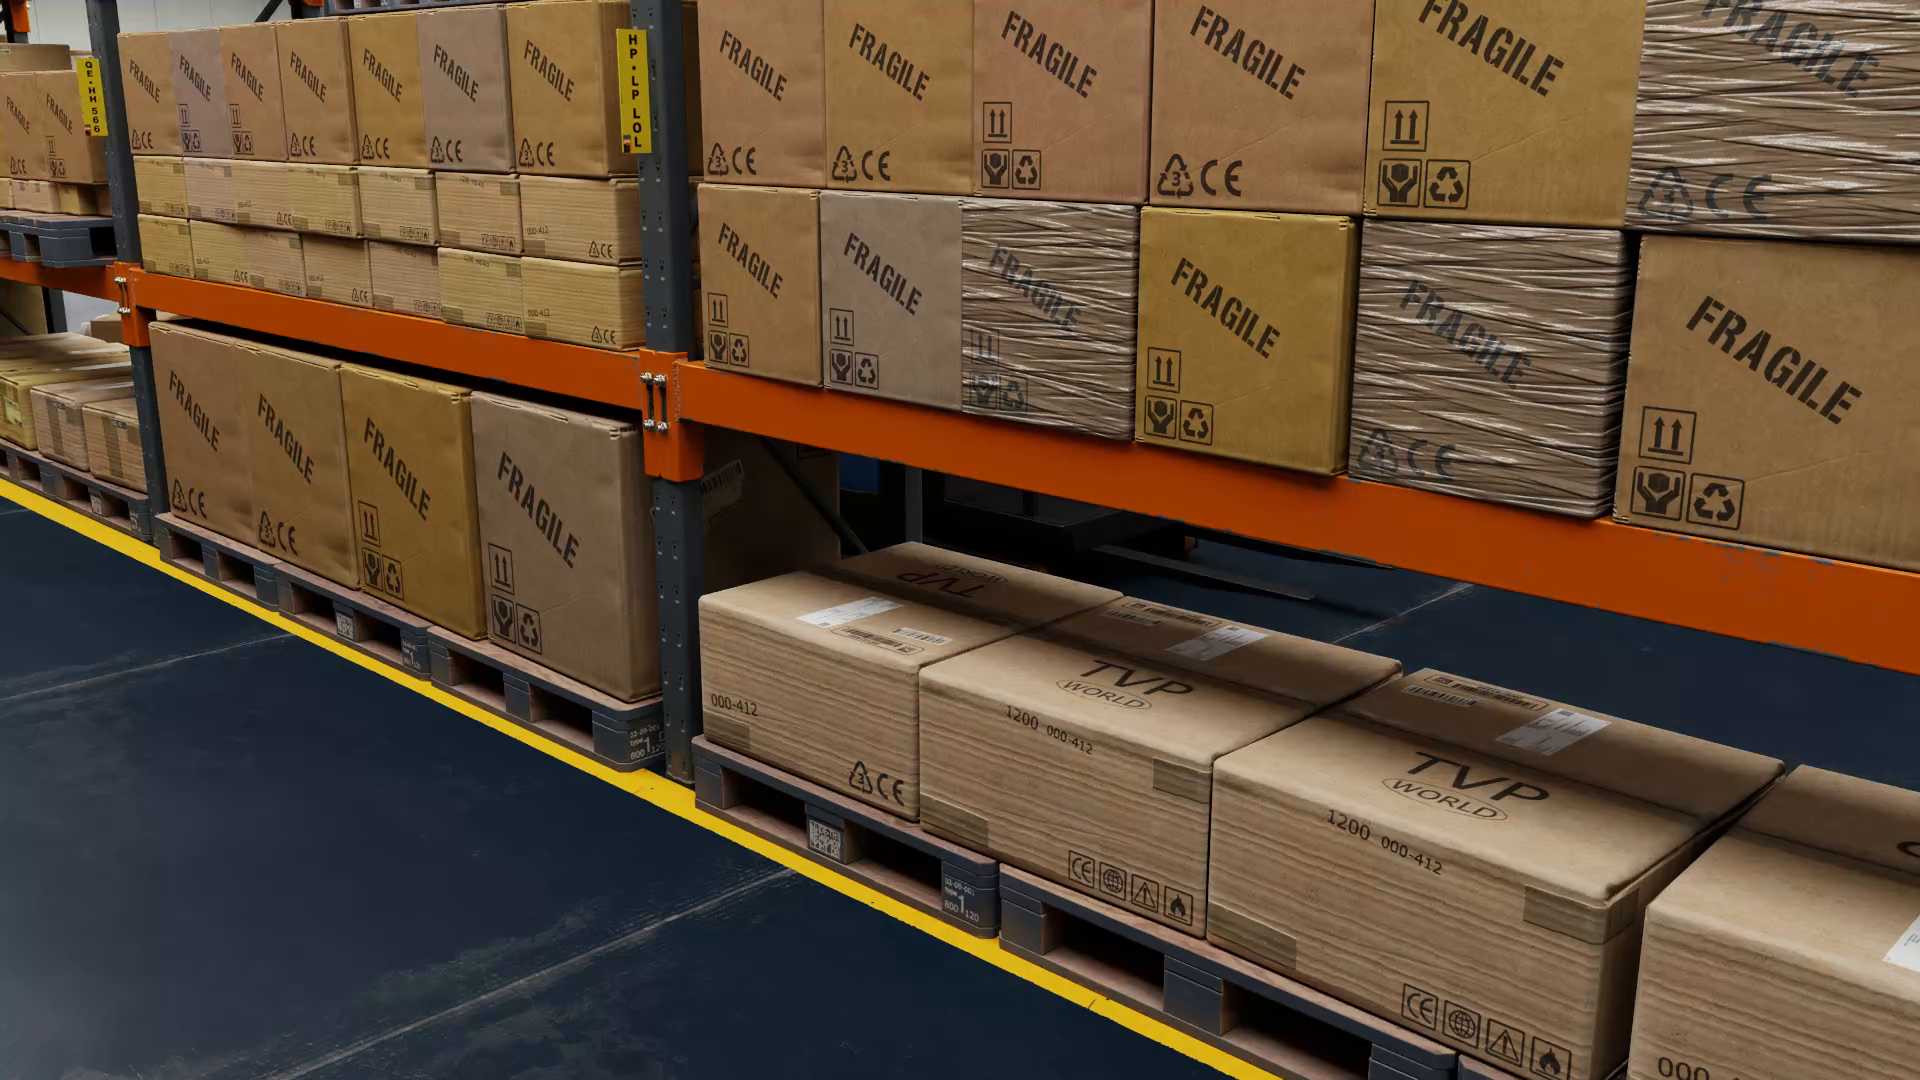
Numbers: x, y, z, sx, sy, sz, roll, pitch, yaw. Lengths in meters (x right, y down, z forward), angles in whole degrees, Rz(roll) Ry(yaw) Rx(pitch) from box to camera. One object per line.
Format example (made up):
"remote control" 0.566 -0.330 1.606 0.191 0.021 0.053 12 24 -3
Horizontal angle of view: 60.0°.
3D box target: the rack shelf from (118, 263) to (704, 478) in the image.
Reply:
"rack shelf" -1.955 -0.801 6.485 4.000 0.370 1.077 14 20 42

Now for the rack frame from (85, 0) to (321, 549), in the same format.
"rack frame" -3.394 -1.499 7.738 0.127 3.000 1.000 14 20 42

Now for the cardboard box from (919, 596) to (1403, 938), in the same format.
"cardboard box" 0.508 0.523 4.224 0.875 0.438 0.875 13 19 41

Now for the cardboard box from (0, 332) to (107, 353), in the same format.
"cardboard box" -5.894 -1.040 10.352 0.625 0.372 0.950 14 20 43

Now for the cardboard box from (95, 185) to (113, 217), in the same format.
"cardboard box" -3.794 -1.596 7.773 0.380 0.149 0.250 -14 20 -42

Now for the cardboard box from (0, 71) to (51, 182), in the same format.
"cardboard box" -4.294 -2.013 8.086 0.500 0.500 0.500 13 20 41

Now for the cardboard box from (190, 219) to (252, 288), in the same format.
"cardboard box" -2.835 -1.209 6.920 0.500 0.250 0.500 13 19 41

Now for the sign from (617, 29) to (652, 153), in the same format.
"sign" -0.884 -1.221 4.531 0.005 0.325 0.100 14 20 42

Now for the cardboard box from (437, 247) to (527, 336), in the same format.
"cardboard box" -1.378 -0.849 5.539 0.500 0.250 0.500 13 20 41

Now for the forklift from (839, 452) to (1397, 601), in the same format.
"forklift" 0.449 -1.307 7.135 3.031 2.935 1.130 14 20 43

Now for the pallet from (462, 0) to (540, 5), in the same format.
"pallet" -3.492 -4.669 14.130 1.213 0.211 1.003 14 20 42

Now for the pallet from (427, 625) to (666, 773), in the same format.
"pallet" -1.123 0.429 5.868 1.213 0.211 1.003 14 20 42

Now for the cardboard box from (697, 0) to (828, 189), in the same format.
"cardboard box" -0.340 -1.204 4.424 0.500 0.500 0.500 14 20 43

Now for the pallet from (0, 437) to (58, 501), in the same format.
"pallet" -4.830 -0.501 9.435 1.213 0.211 1.003 14 20 42

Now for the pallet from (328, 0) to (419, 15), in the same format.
"pallet" -5.249 -5.096 15.769 1.213 0.211 1.003 14 20 42

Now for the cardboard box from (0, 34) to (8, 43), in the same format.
"cardboard box" -6.440 -2.992 10.695 0.500 0.500 0.700 13 20 42

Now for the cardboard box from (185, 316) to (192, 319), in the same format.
"cardboard box" -6.132 -1.844 14.010 0.637 0.503 0.797 1 15 4

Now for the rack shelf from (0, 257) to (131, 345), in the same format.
"rack shelf" -4.834 -1.501 9.172 4.000 0.370 1.077 14 20 42

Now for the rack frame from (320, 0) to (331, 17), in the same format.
"rack frame" -5.790 -3.816 16.627 0.127 3.000 1.000 14 20 42

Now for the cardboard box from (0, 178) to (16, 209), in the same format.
"cardboard box" -4.633 -1.757 8.390 0.250 0.149 0.380 14 20 43

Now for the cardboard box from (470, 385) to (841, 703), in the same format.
"cardboard box" -1.017 -0.068 5.627 0.875 0.875 0.875 -14 20 -42

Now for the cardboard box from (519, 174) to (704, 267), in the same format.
"cardboard box" -1.001 -1.002 5.134 0.500 0.250 0.500 14 20 42

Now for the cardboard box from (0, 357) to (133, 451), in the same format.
"cardboard box" -4.873 -0.793 9.406 0.950 0.372 0.625 -14 20 -42

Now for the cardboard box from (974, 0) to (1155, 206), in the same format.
"cardboard box" 0.380 -1.023 3.728 0.500 0.500 0.500 -14 20 -43

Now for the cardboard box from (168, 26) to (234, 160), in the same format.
"cardboard box" -2.845 -1.816 6.771 0.500 0.500 0.500 14 20 42

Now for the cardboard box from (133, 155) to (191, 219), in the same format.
"cardboard box" -3.201 -1.535 7.181 0.500 0.250 0.500 13 20 42

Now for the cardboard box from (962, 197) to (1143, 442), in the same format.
"cardboard box" 0.354 -0.541 3.861 0.500 0.500 0.500 14 20 43

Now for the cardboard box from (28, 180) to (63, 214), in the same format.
"cardboard box" -4.249 -1.666 8.040 0.250 0.149 0.380 13 20 42

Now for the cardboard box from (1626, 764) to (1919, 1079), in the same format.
"cardboard box" 1.820 0.840 3.008 0.875 0.438 0.875 13 19 40

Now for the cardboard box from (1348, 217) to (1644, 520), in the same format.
"cardboard box" 1.106 -0.363 3.178 0.500 0.500 0.500 -14 20 -43

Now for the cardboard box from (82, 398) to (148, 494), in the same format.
"cardboard box" -3.794 -0.532 8.403 0.625 0.372 0.950 12 19 39

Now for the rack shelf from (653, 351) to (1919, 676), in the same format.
"rack shelf" 0.925 -0.101 3.798 4.000 0.370 1.077 14 20 42

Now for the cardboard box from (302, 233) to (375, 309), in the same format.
"cardboard box" -2.103 -1.030 6.235 0.500 0.250 0.500 14 20 42

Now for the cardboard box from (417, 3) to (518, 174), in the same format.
"cardboard box" -1.388 -1.453 5.380 0.500 0.500 0.500 -14 20 -43

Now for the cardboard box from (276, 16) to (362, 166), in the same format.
"cardboard box" -2.123 -1.634 6.071 0.500 0.500 0.500 14 20 43

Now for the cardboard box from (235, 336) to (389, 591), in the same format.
"cardboard box" -2.316 -0.382 6.829 0.875 0.875 0.875 14 20 43

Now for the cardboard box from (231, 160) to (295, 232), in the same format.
"cardboard box" -2.479 -1.355 6.490 0.500 0.250 0.500 14 20 42

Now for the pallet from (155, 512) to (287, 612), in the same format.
"pallet" -2.879 0.002 7.507 1.213 0.211 1.003 14 20 42

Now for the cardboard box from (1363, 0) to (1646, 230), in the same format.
"cardboard box" 1.102 -0.846 3.049 0.500 0.500 0.500 14 20 42

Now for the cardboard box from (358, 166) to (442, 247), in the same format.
"cardboard box" -1.743 -1.177 5.808 0.500 0.250 0.500 -14 20 -43

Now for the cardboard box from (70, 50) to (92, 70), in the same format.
"cardboard box" -5.066 -2.707 9.465 0.250 0.149 0.380 13 19 40

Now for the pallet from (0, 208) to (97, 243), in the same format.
"pallet" -4.848 -1.746 9.063 1.213 0.211 1.003 14 20 42

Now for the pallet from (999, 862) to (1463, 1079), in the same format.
"pallet" 0.861 0.911 4.018 1.213 0.211 1.003 14 20 42

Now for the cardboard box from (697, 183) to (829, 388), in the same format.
"cardboard box" -0.359 -0.718 4.541 0.500 0.500 0.500 -14 20 -42
